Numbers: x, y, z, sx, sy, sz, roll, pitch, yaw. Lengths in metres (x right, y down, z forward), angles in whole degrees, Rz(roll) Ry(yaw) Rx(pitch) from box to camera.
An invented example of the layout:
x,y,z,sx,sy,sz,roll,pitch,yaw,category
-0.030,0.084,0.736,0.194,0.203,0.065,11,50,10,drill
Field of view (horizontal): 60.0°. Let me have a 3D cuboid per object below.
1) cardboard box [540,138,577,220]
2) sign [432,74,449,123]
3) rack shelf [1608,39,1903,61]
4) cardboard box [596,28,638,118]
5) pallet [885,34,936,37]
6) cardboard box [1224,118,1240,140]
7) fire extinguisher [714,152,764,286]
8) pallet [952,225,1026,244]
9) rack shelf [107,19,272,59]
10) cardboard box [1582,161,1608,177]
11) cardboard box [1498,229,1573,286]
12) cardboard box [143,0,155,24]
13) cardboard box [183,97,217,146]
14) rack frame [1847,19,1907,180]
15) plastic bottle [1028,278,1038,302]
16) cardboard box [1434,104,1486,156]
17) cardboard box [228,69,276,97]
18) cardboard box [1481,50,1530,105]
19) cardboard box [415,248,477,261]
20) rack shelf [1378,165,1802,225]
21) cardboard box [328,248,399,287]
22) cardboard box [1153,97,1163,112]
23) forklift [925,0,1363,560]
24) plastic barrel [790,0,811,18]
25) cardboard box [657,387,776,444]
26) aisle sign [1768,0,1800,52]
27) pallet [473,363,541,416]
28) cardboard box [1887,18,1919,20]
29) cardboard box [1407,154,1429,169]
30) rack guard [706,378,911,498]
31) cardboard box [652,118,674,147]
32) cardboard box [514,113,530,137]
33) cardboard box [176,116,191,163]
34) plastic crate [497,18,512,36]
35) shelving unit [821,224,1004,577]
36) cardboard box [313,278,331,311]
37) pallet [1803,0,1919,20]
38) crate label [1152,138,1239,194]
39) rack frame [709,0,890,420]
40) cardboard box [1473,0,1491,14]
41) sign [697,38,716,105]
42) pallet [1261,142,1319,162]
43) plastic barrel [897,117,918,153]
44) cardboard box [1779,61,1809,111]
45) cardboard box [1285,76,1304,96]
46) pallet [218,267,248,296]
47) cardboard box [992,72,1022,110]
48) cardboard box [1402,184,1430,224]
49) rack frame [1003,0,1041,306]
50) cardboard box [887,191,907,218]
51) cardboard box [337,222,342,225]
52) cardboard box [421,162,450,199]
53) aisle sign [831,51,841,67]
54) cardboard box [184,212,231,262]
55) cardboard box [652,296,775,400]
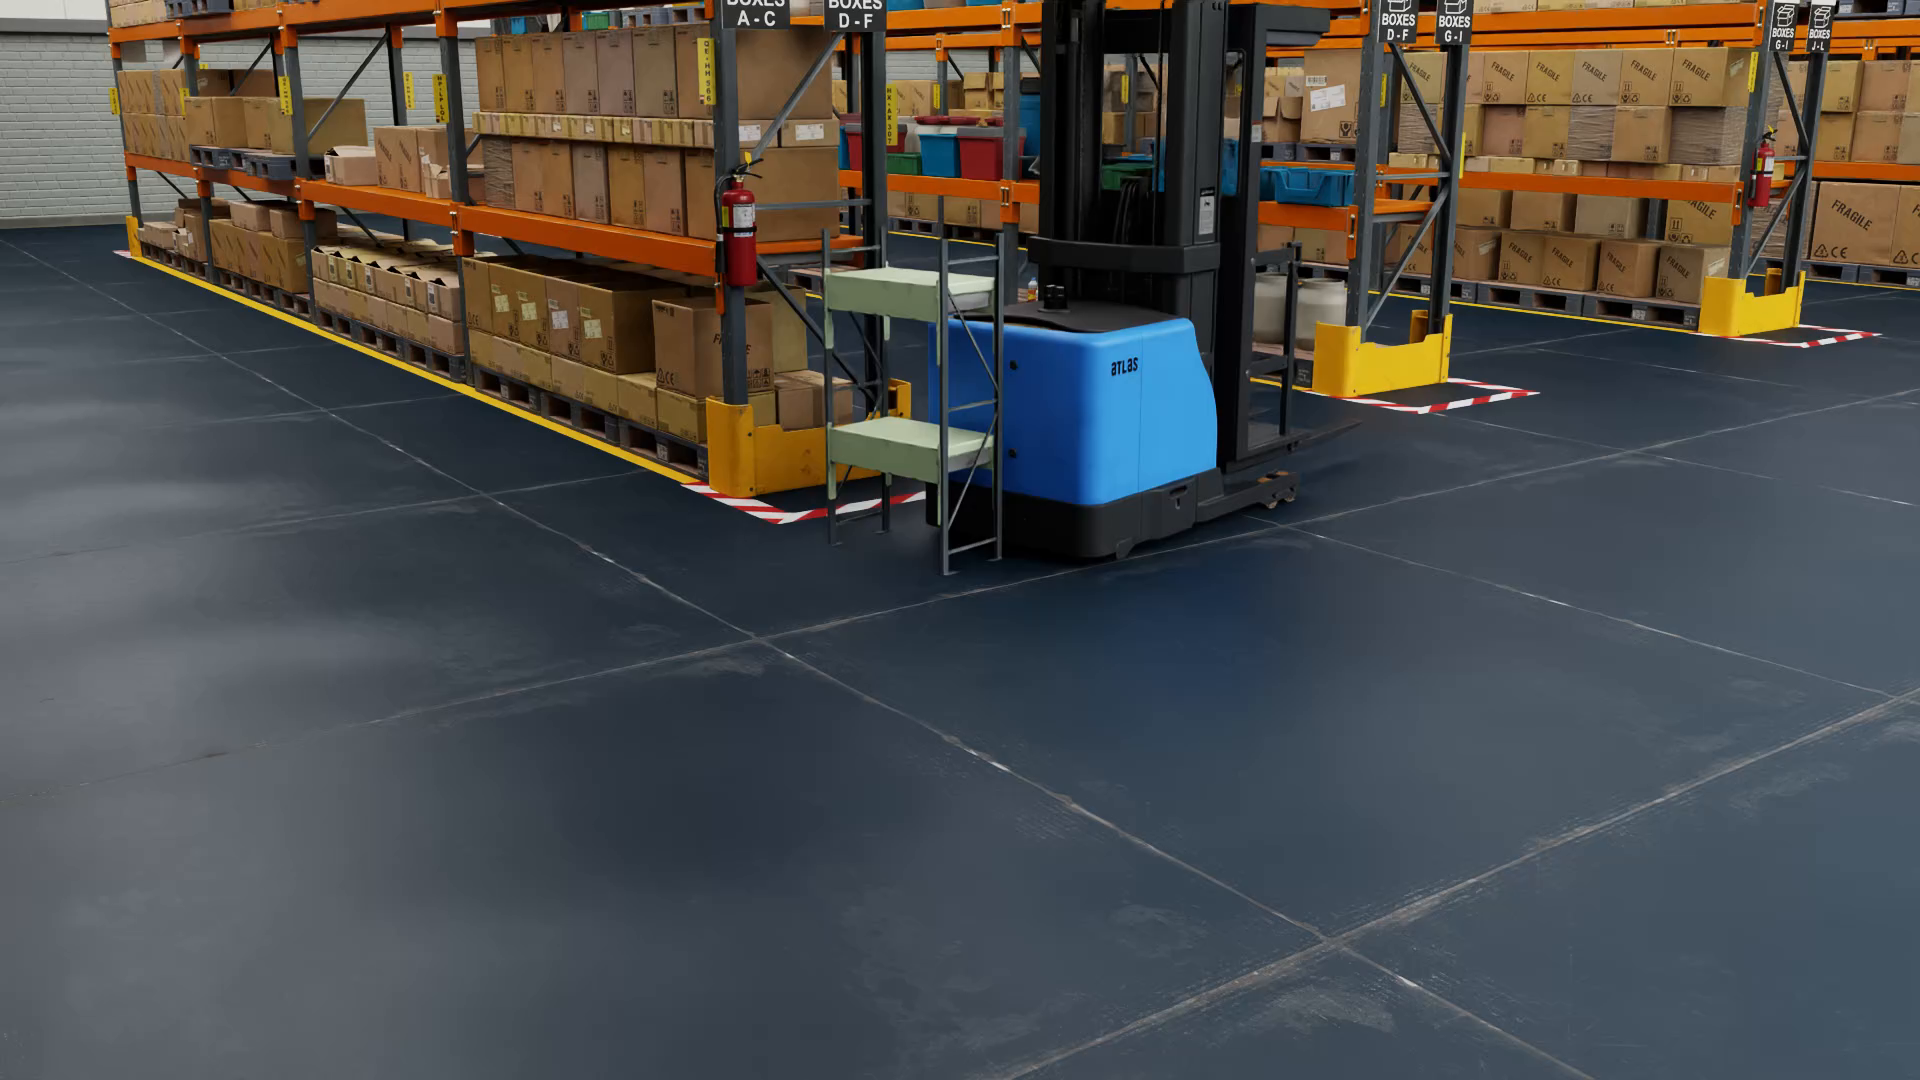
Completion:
x,y,z,sx,sy,sz,roll,pitch,yaw,category
-2.319,-2.387,10.925,0.700,0.500,0.500,-11,19,-34,cardboard box
-3.625,-3.086,11.624,0.100,0.325,0.005,-11,19,-35,sign
11.663,-7.254,24.577,1.077,0.370,4.000,-11,19,-35,rack shelf
-1.746,-2.803,9.990,0.700,0.500,0.500,-11,19,-34,cardboard box
-1.067,-7.737,25.150,1.003,0.211,1.213,-11,19,-35,pallet
3.271,-4.779,19.344,0.500,0.250,0.500,-12,19,-36,cardboard box
-1.147,-1.663,8.616,0.296,0.674,0.183,-11,19,-35,fire extinguisher
0.634,-4.399,23.748,1.003,0.211,1.213,-11,19,-35,pallet
-9.072,-5.887,19.583,1.077,0.370,4.000,-11,19,-35,rack shelf
6.092,-3.506,15.681,0.380,0.149,0.250,-11,19,-35,cardboard box
5.797,-2.852,16.755,0.500,0.500,0.500,-13,20,-39,cardboard box
-8.983,-6.011,18.957,0.500,0.250,0.500,-11,19,-35,cardboard box
-7.798,-4.475,17.758,0.500,0.500,0.700,10,18,33,cardboard box
12.839,-5.727,23.317,1.000,3.000,0.127,-11,19,-35,rack frame
0.649,-2.180,14.693,0.097,0.271,0.097,0,15,0,plastic bottle
5.303,-4.162,16.848,0.875,0.500,0.500,-11,19,-35,cardboard box
-7.945,-5.035,18.706,0.500,0.500,0.500,-10,18,-33,cardboard box
5.471,-4.513,16.238,0.500,0.500,0.500,-11,19,-35,cardboard box
-4.432,-2.361,14.370,0.500,0.311,0.500,-11,19,-35,cardboard box
5.999,-3.414,16.232,1.077,0.370,4.000,-11,19,-35,rack shelf
-5.158,-2.384,14.456,0.500,0.311,0.500,-11,19,-36,cardboard box
3.373,-7.007,27.243,0.500,0.500,0.500,-11,19,-36,cardboard box
1.156,-1.649,8.549,1.130,2.935,3.031,12,20,38,forklift
-1.600,-5.661,17.182,0.421,0.512,0.421,0,15,0,plastic barrel
-1.395,-0.742,9.520,0.500,0.250,0.500,-11,19,-35,cardboard box
6.969,-4.528,14.015,0.394,0.787,0.004,-11,19,-35,aisle sign
-2.759,-1.130,11.806,1.003,0.211,1.213,-11,19,-35,pallet
12.876,-7.108,22.403,0.500,0.250,0.500,-11,19,-36,cardboard box
4.843,-3.919,17.190,0.380,0.149,0.250,-11,19,-35,cardboard box
-0.826,-0.587,9.273,1.175,0.500,0.348,-11,19,-35,rack guard
-1.525,-2.321,9.455,0.380,0.149,0.250,-11,19,-35,cardboard box
-2.735,-2.761,11.064,0.380,0.149,0.250,-11,19,-35,cardboard box
-8.397,-4.475,18.555,0.500,0.500,0.500,-10,18,-34,cardboard box
-6.238,-7.240,23.413,0.497,0.269,0.590,-11,19,-35,plastic crate
-0.219,-0.661,7.652,0.755,1.500,0.431,14,20,40,shelving unit
-5.474,-2.225,14.935,0.500,0.250,0.500,-11,19,-35,cardboard box
10.080,-5.904,18.452,1.003,0.211,1.213,-11,19,-35,pallet
1.868,-2.934,13.045,0.502,0.435,0.616,-11,19,-35,crate label
-0.840,-1.797,8.961,1.000,3.000,0.127,-11,19,-35,rack frame
5.196,-5.315,16.415,0.500,0.250,0.500,-11,19,-35,cardboard box
-1.287,-2.389,8.480,0.100,0.325,0.005,-11,19,-35,sign
3.668,-4.534,19.322,1.003,0.211,1.213,-11,19,-35,pallet
-0.510,-4.051,16.984,0.421,0.512,0.421,0,15,0,plastic barrel
9.707,-5.210,19.099,0.875,0.550,0.550,-11,19,-35,cardboard box
6.454,-8.455,31.202,0.500,0.500,0.500,-11,19,-35,cardboard box
-7.387,-2.847,18.079,1.003,0.211,1.213,-11,19,-35,pallet
0.896,-6.145,22.757,0.797,0.503,0.637,-11,19,-34,cardboard box
6.828,-4.764,23.267,1.050,0.750,0.750,-11,19,-35,cardboard box
0.817,-3.420,14.888,1.000,3.000,0.127,-11,19,-35,rack frame
-0.733,-5.420,25.426,0.875,0.875,0.875,-11,19,-35,cardboard box
-6.796,-3.092,17.591,0.500,0.500,0.500,-11,19,-34,cardboard box
-3.858,-2.746,12.682,0.396,0.266,0.258,-11,19,-36,cardboard box
-2.032,-8.067,26.942,0.394,0.787,0.004,-11,19,-35,aisle sign
-8.460,-3.444,18.879,0.500,0.500,0.500,-11,19,-35,cardboard box
-1.396,-1.104,9.419,0.500,0.500,0.500,-11,19,-35,cardboard box
